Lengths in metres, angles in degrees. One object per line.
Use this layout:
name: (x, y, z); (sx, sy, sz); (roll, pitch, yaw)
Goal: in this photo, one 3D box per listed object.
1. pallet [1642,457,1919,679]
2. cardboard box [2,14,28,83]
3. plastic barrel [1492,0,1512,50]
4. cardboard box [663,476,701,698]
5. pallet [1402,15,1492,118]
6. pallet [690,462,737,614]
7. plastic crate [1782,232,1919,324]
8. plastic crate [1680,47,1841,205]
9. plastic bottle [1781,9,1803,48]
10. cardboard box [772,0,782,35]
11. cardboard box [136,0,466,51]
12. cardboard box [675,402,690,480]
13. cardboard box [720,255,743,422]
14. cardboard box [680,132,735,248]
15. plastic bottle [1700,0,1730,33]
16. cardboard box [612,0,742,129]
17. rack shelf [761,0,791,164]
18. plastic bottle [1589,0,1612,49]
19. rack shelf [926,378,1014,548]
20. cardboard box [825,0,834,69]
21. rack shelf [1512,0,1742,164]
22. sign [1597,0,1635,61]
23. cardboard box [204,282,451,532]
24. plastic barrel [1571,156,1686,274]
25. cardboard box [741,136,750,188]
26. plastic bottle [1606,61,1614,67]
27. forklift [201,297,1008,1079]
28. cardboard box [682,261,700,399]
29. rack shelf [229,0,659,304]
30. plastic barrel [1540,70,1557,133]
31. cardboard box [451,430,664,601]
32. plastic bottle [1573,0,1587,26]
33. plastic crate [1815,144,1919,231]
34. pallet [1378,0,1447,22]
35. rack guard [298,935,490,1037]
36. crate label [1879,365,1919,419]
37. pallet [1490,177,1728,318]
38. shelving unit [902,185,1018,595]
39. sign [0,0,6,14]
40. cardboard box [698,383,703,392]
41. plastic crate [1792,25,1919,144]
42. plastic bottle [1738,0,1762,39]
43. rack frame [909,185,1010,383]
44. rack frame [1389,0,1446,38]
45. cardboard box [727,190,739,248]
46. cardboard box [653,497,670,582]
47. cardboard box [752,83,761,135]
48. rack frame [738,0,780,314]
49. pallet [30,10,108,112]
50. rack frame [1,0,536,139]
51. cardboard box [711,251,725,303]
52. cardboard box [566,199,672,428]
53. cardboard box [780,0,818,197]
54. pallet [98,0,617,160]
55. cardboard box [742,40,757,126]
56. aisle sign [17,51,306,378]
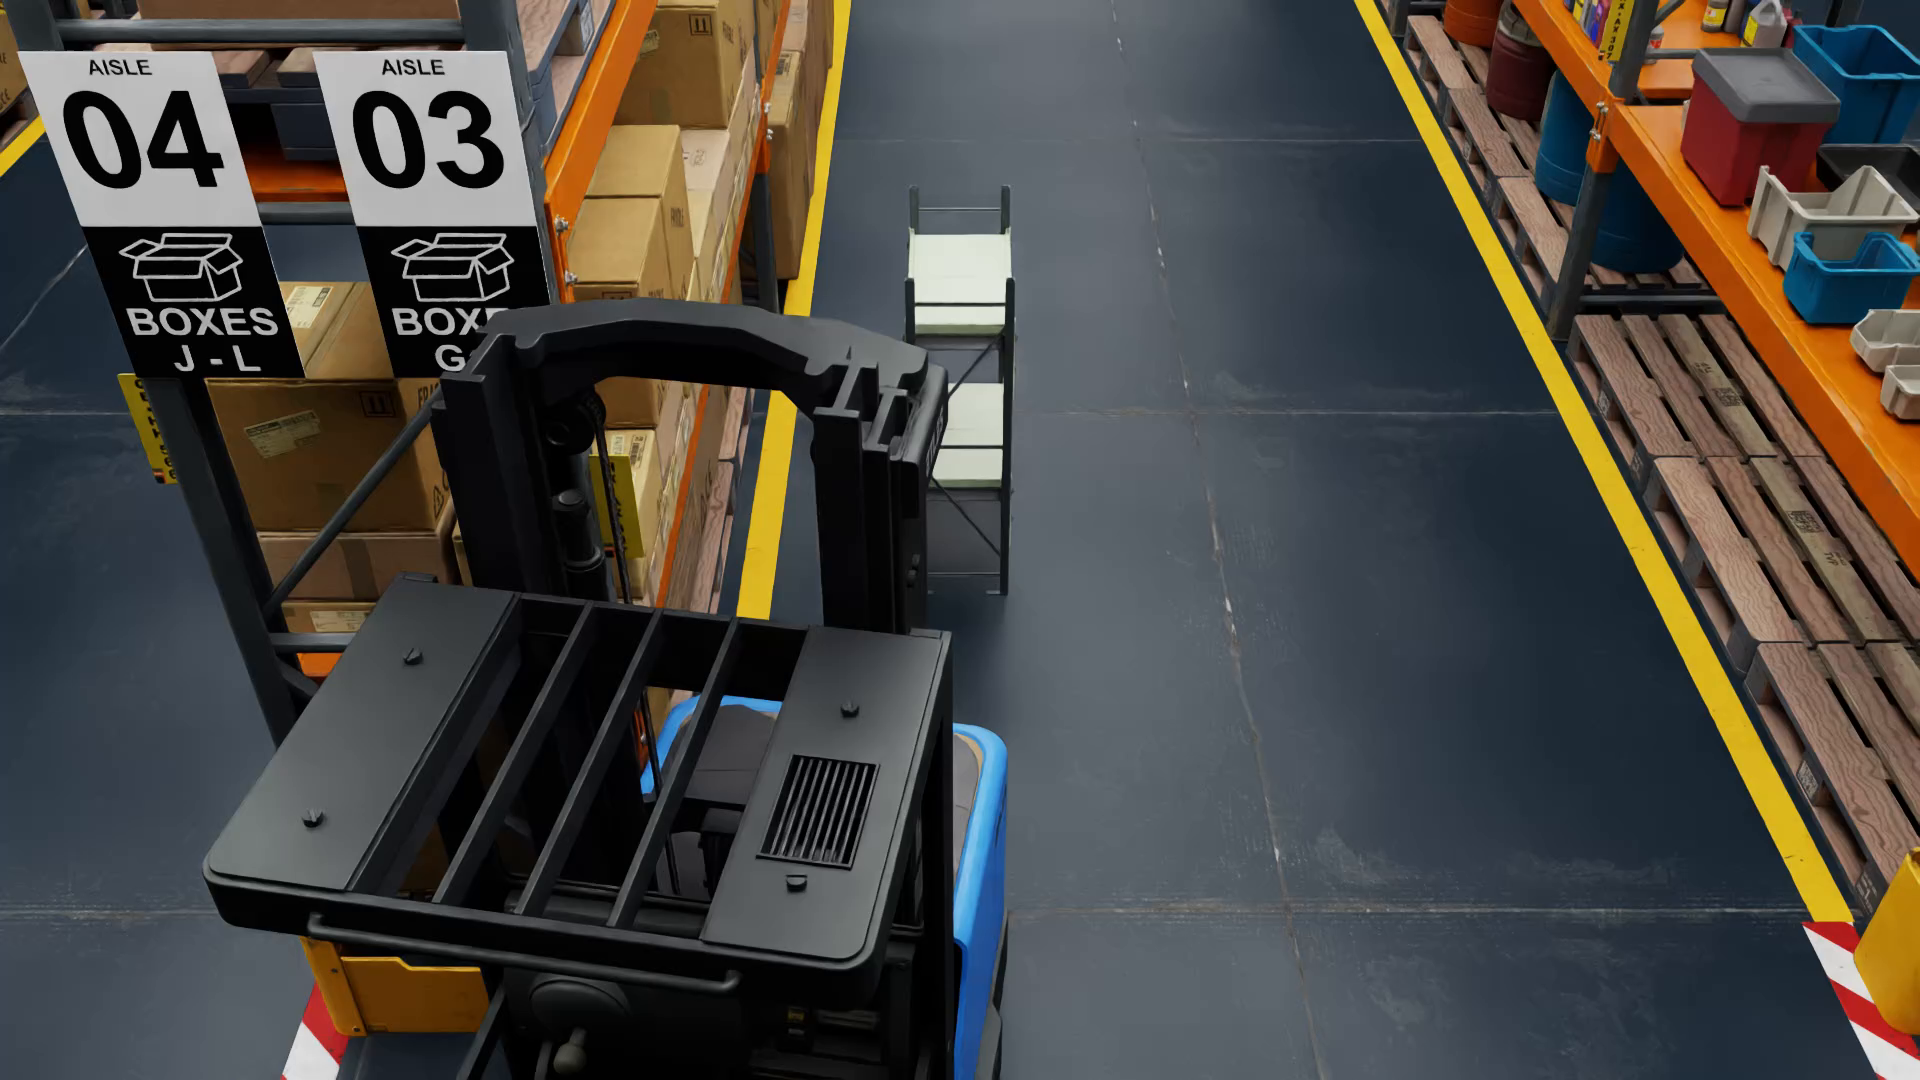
pallet: (3.572, 0.091, 6.967); (1.003, 0.211, 1.213); (0, 39, 0)
cardboard box: (-6.131, -3.231, 10.547); (0.500, 0.500, 0.500); (1, 39, 2)
plastic barrel: (3.631, -3.257, 10.569); (0.421, 0.512, 0.421); (0, 39, 0)
cardboard box: (-1.502, -0.020, 6.240); (0.875, 0.875, 0.875); (0, 39, 0)
pallet: (3.566, -3.142, 11.002); (1.003, 0.211, 1.213); (0, 39, 0)
pallet: (-1.498, 0.111, 6.943); (1.003, 0.211, 1.213); (0, 39, 0)
plastic crate: (3.274, -0.962, 6.138); (0.416, 0.233, 0.300); (0, 39, 0)
plastic crate: (3.278, -1.711, 6.888); (0.402, 0.464, 0.583); (0, 39, 0)
plastic bottle: (3.954, -2.405, 7.946); (0.061, 0.283, 0.133); (0, 39, 0)
cardboard box: (-1.177, -2.859, 8.339); (0.500, 0.500, 0.500); (0, 39, 0)
cardboard box: (-1.475, -1.454, 3.771); (0.700, 0.500, 0.500); (-2, 39, -3)
cardboard box: (-1.095, -0.324, 5.457); (0.380, 0.149, 0.250); (-1, 39, -1)
cardboard box: (-1.504, -1.140, 7.637); (0.875, 0.875, 0.875); (0, 39, 0)
cardboard box: (-1.158, -1.357, 6.426); (0.500, 0.250, 0.500); (1, 39, 1)
plastic bottle: (3.783, -2.651, 8.318); (0.097, 0.201, 0.097); (0, 39, 0)
cardboard box: (-1.161, -1.967, 6.589); (0.500, 0.500, 0.500); (0, 39, 0)
rack shelf: (-1.427, -3.188, 9.405); (1.077, 0.370, 4.000); (0, 39, 0)
plastic bottle: (3.158, -2.567, 8.148); (0.061, 0.283, 0.133); (0, 39, 0)
rack shelf: (0.000, -0.335, 6.990); (0.431, 0.370, 0.720); (0, 39, 0)
cardboard box: (-1.450, -3.622, 10.735); (1.225, 0.875, 0.875); (-2, 39, -2)
rack shelf: (3.526, -3.191, 9.409); (1.077, 0.370, 4.000); (0, 39, 0)
sign: (2.978, -2.330, 7.538); (0.100, 0.325, 0.005); (0, 39, 0)
cardboard box: (-1.684, -0.371, 4.597); (0.500, 0.500, 0.500); (0, 39, 1)
plastic barrel: (3.544, -1.907, 8.573); (0.600, 0.901, 0.708); (0, 39, 0)
cardboard box: (-1.097, -1.608, 7.059); (0.380, 0.149, 0.250); (-1, 39, -1)
plastic bottle: (3.204, -2.419, 7.969); (0.152, 0.276, 0.135); (0, 39, 0)
forklift: (-0.597, 1.103, 3.530); (1.130, 2.935, 3.031); (6, 39, 7)
cardboard box: (-1.155, -0.714, 5.624); (0.500, 0.250, 0.500); (-1, 39, -2)
rack shelf: (-1.423, -1.857, 5.345); (1.077, 0.370, 4.000); (0, 39, 0)
plastic barrel: (3.632, -2.551, 9.688); (0.421, 0.512, 0.421); (0, 39, 0)
cardboard box: (-1.151, -0.074, 4.826); (0.500, 0.250, 0.500); (-1, 39, -1)
plastic bottle: (3.200, -2.777, 8.356); (0.144, 0.351, 0.185); (0, 39, 0)
plastic crate: (3.798, -1.438, 6.817); (0.437, 0.125, 0.590); (0, 39, 0)
pallet: (3.561, -4.119, 12.221); (1.003, 0.211, 1.213); (0, 39, 0)
rack guard: (-1.420, 1.274, 5.260); (1.175, 0.500, 0.348); (0, 39, 0)
crate label: (3.340, -0.506, 5.645); (0.396, 0.136, 0.243); (0, 39, 0)
pallet: (3.569, -1.616, 9.098); (1.003, 0.211, 1.213); (0, 39, 0)
shelving unit: (0.000, -0.589, 6.786); (0.431, 1.500, 0.755); (0, 39, 0)
sign: (-1.963, -1.210, 3.318); (0.100, 0.325, 0.005); (0, 39, 0)
cardboard box: (-1.095, -0.645, 5.857); (0.380, 0.149, 0.250); (0, 39, -1)
plastic crate: (3.869, -1.947, 7.246); (0.392, 0.384, 0.575); (0, 39, 0)
plastic bottle: (3.935, -2.617, 8.220); (0.097, 0.271, 0.097); (0, 39, 0)
rack frame: (0.000, -0.818, 7.072); (0.400, 1.500, 0.023); (0, 39, 0)
rack frame: (3.523, -4.723, 10.745); (1.000, 3.000, 0.127); (0, 39, 0)
cardboard box: (-1.096, -1.286, 6.657); (0.380, 0.149, 0.250); (1, 39, 1)
cardboard box: (-1.093, -0.001, 5.054); (0.380, 0.149, 0.250); (-1, 39, -1)
cardboard box: (-1.097, -1.929, 7.460); (0.380, 0.149, 0.250); (0, 39, 0)
rack frame: (-1.425, -2.218, 7.619); (1.000, 3.000, 0.127); (0, 39, 0)
pallet: (-6.390, -3.202, 11.077); (1.003, 0.211, 1.213); (0, 39, 0)
rack frame: (-1.421, -2.057, 2.621); (1.000, 3.000, 0.127); (0, 39, 0)
cardboard box: (-1.096, -0.967, 6.258); (0.380, 0.149, 0.250); (1, 39, 1)
cardboard box: (-1.152, -0.680, 4.982); (0.500, 0.500, 0.500); (-1, 39, -1)
cardboard box: (-1.448, -2.512, 9.349); (1.225, 0.875, 0.875); (-1, 39, -2)
pallet: (-1.432, -1.316, 4.166); (1.003, 0.211, 1.213); (0, 39, 0)
cardboard box: (-1.162, -1.999, 7.228); (0.500, 0.250, 0.500); (-1, 39, -1)
aisle sign: (-1.720, -0.686, 3.628); (0.394, 0.787, 0.004); (0, 39, 0)
